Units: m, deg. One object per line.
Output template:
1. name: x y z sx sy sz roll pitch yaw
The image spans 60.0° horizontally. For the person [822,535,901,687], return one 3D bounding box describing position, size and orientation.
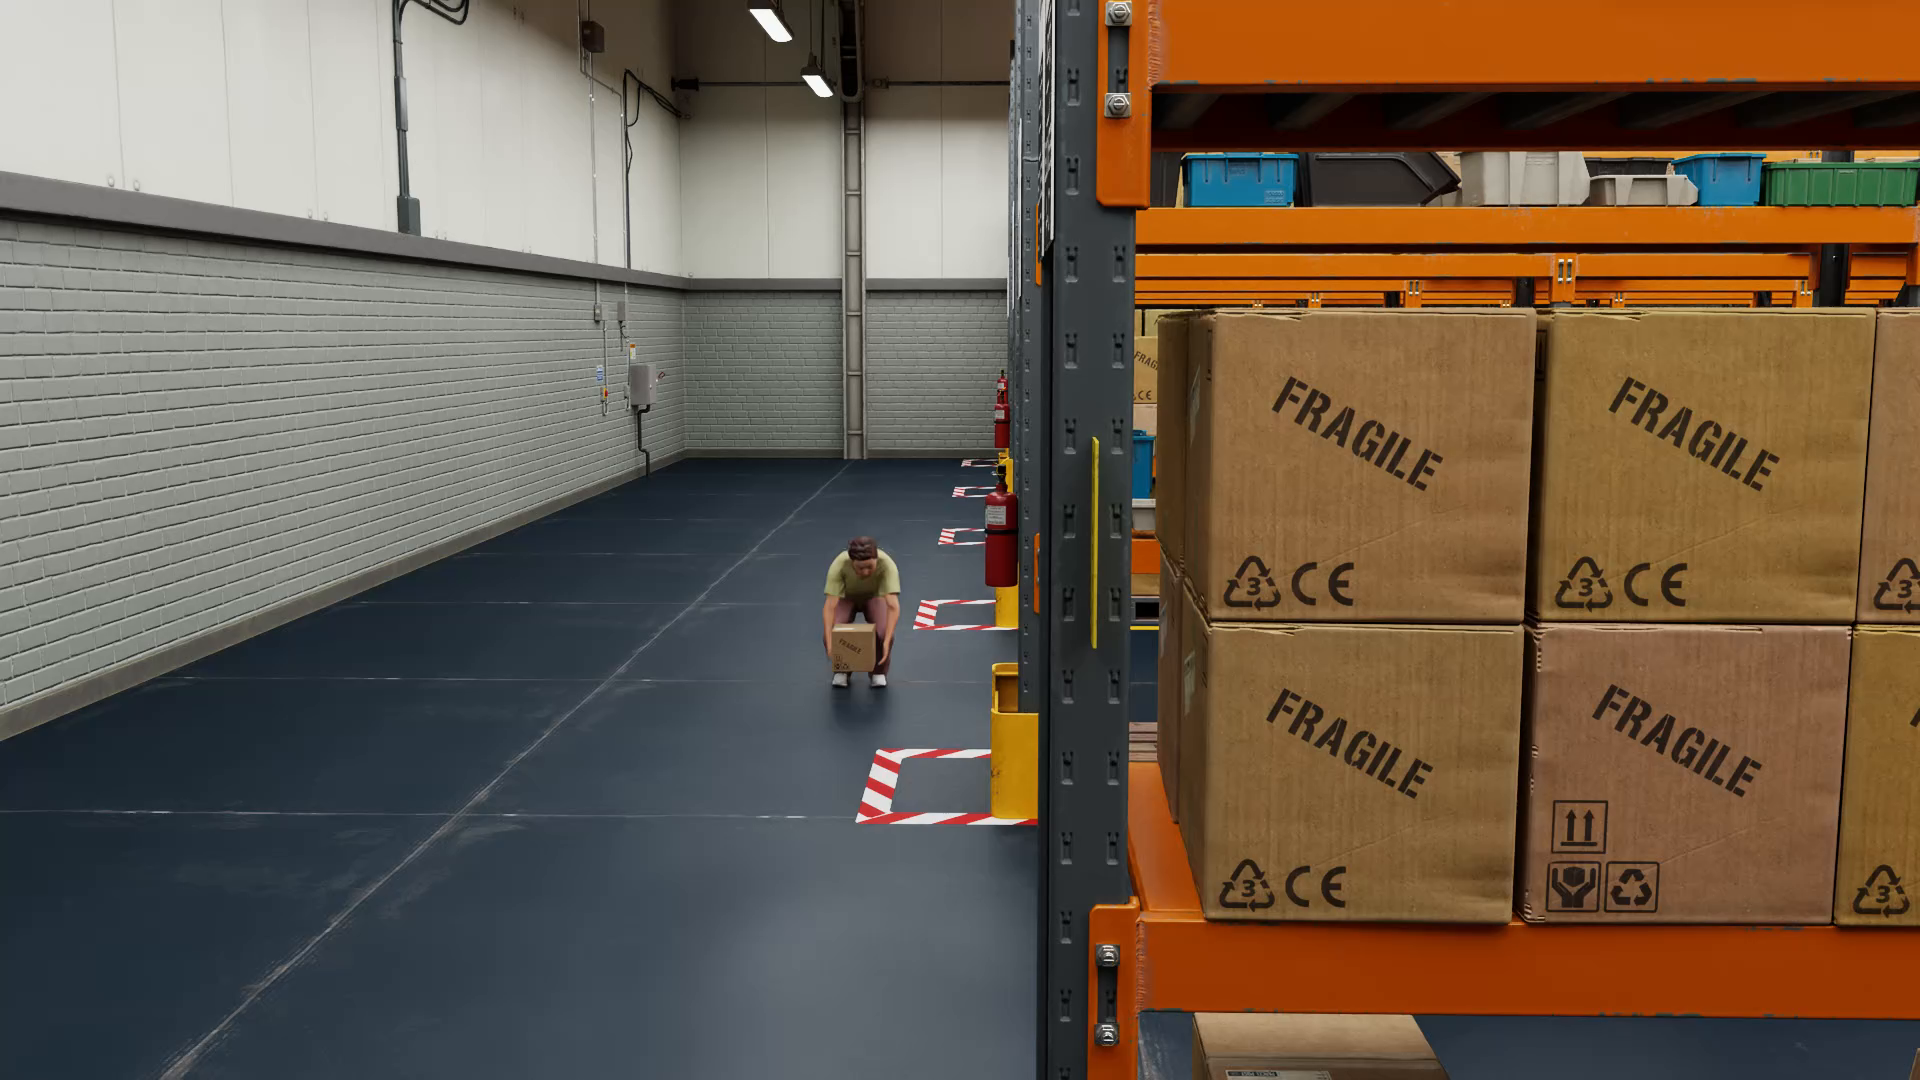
1. person: -0.613 0.436 10.520 0.494 1.008 0.766 0 7 1
